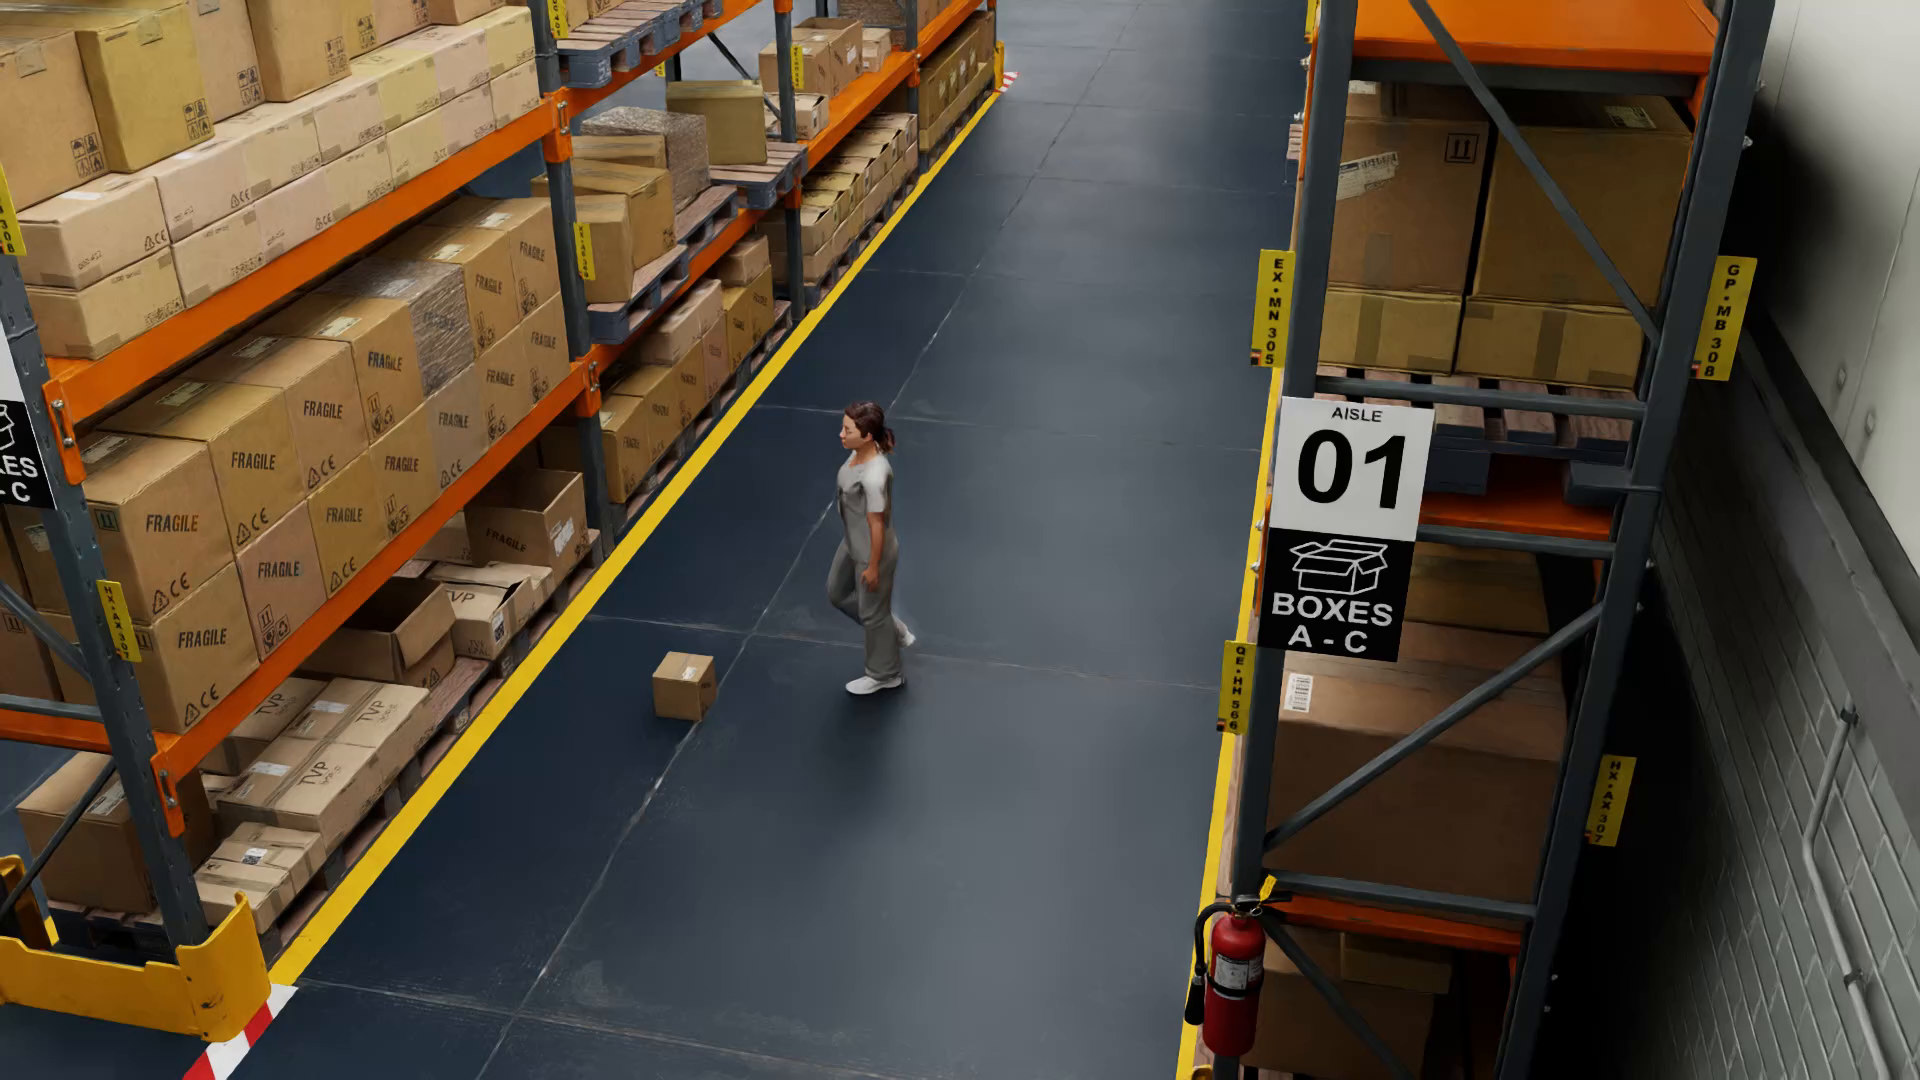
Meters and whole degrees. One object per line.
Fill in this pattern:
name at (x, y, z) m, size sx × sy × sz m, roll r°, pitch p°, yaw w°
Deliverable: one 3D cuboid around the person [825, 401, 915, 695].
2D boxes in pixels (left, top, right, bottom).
person at (-0.452, 0.045, 8.522) m, size 0.466 × 1.669 × 0.498 m, roll -6°, pitch 30°, yaw -11°
